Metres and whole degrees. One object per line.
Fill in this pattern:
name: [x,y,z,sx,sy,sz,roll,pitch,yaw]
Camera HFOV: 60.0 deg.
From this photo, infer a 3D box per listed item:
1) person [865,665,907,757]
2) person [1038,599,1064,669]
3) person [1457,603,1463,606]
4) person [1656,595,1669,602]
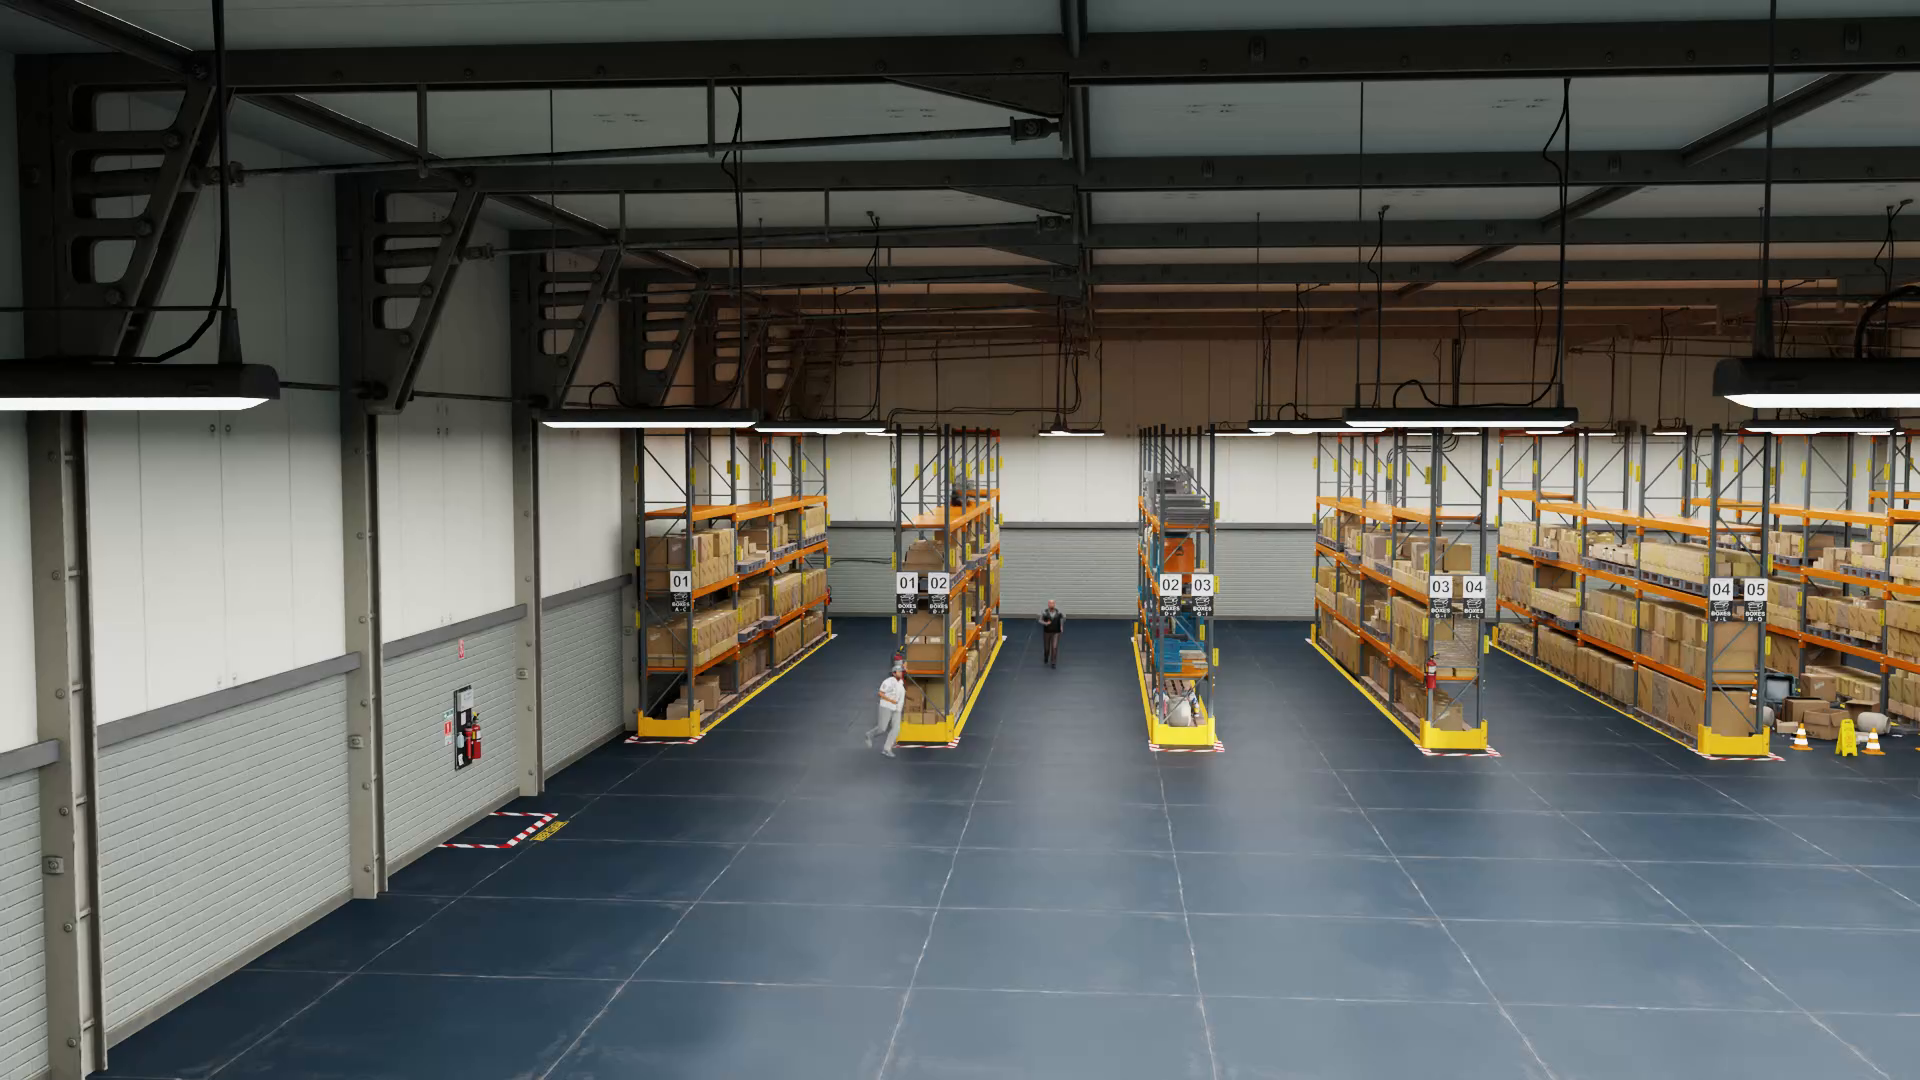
person: [-1.284,3.089,30.336,0.647,1.617,0.810,-3,5,-40]
person: [2.282,2.330,41.550,0.673,1.701,0.859,0,3,-5]
person: [13.546,2.068,45.581,0.760,1.735,0.969,1,4,15]
person: [19.923,2.064,47.258,0.527,1.593,0.674,1,4,15]
